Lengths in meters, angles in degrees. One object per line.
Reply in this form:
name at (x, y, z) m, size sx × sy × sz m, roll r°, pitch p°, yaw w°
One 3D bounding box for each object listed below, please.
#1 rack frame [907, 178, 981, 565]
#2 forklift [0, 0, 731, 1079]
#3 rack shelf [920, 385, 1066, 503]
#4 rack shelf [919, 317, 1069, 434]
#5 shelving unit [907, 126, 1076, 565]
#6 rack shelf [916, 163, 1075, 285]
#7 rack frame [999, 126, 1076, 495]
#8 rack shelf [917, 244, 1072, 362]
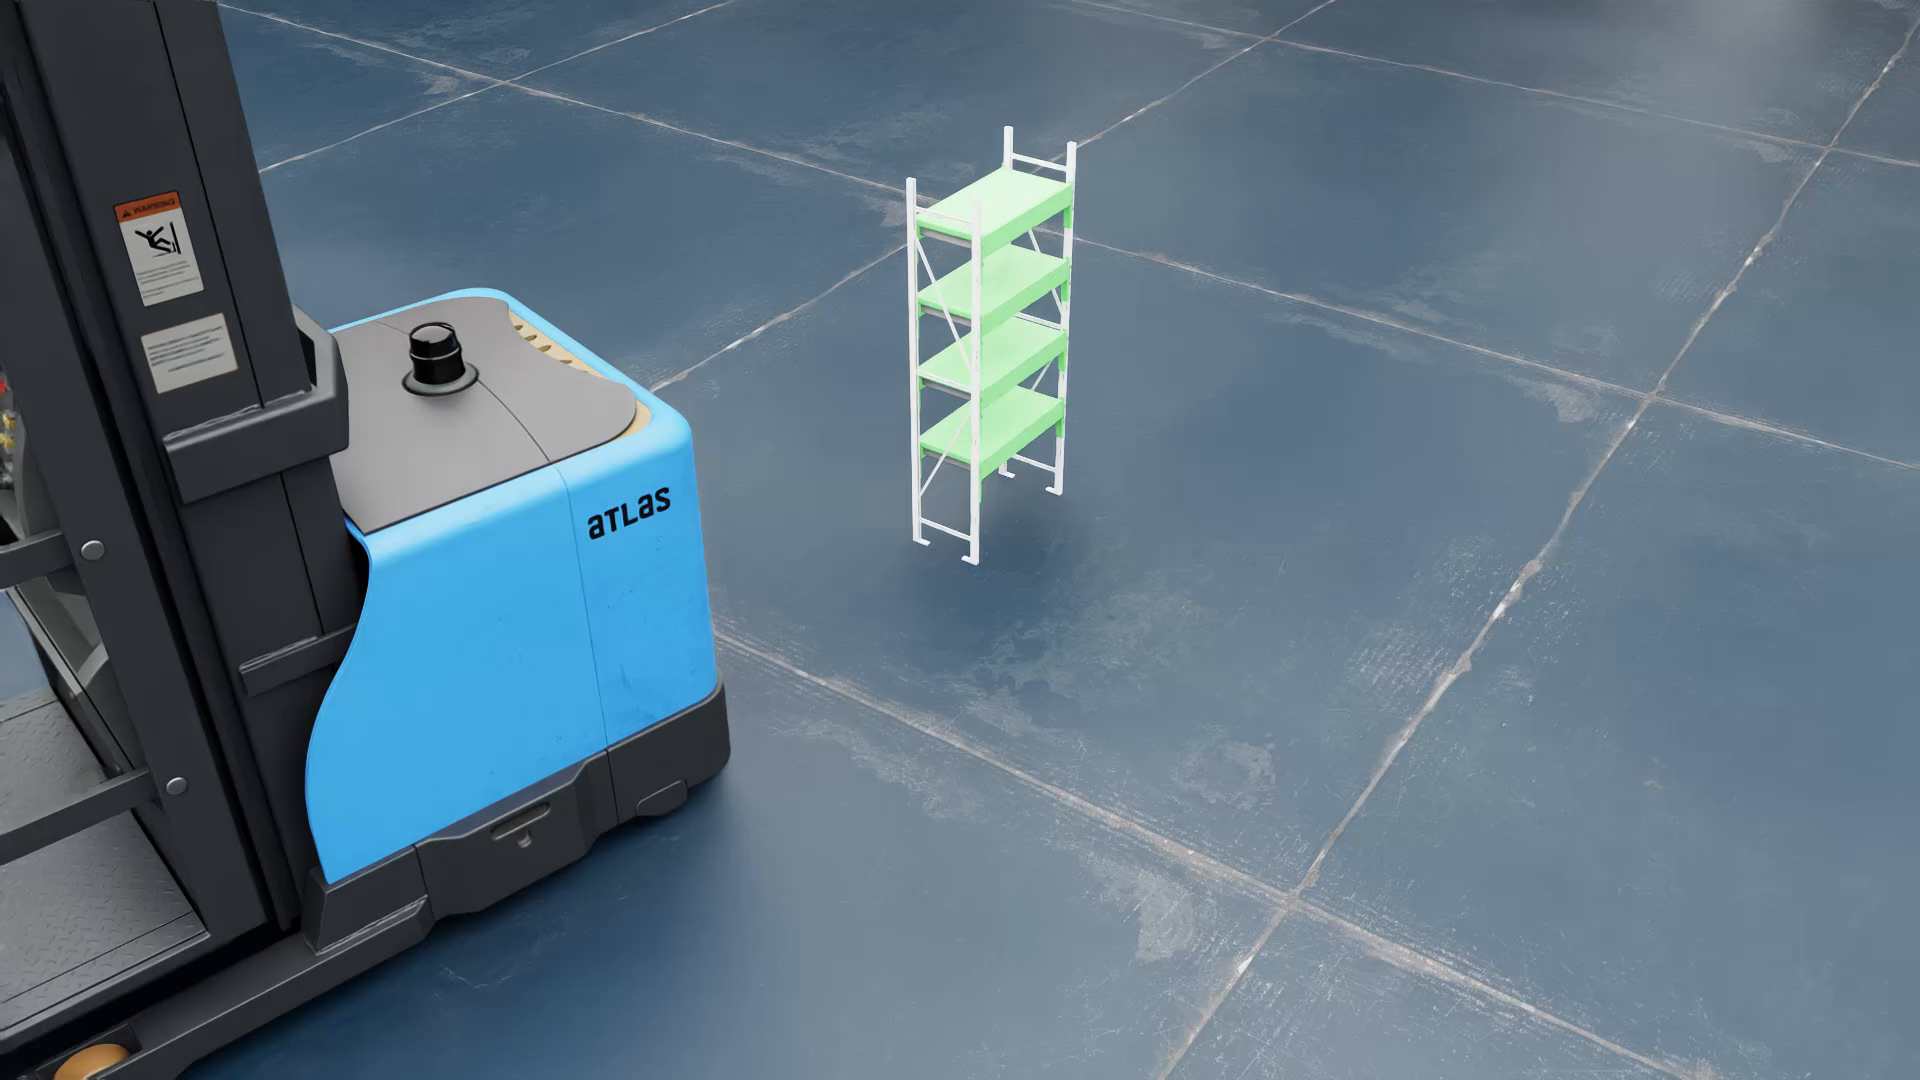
rack frame at (-0.045, -0.461, 4.860) m, size 0.240 × 1.200 × 0.015 m, roll 21°, pitch 39°, yaw 28°
forklift at (-2.041, -0.262, 3.021) m, size 3.031 × 2.935 × 1.130 m, roll -26°, pitch 42°, yaw -33°
rack shelf at (0.094, -0.321, 5.197) m, size 0.258 × 0.148 × 0.480 m, roll 21°, pitch 39°, yaw 28°
rack shelf at (0.094, -0.520, 5.062) m, size 0.258 × 0.148 × 0.480 m, roll 21°, pitch 39°, yaw 28°
shelving unit at (0.094, -0.573, 5.027) m, size 0.258 × 1.200 × 0.503 m, roll 21°, pitch 39°, yaw 28°
rack shelf at (0.094, -0.918, 4.793) m, size 0.258 × 0.148 × 0.480 m, roll 21°, pitch 39°, yaw 28°
rack frame at (0.234, -0.685, 5.193) m, size 0.240 × 1.200 × 0.015 m, roll 21°, pitch 39°, yaw 28°
rack shelf at (0.094, -0.719, 4.928) m, size 0.258 × 0.148 × 0.480 m, roll 21°, pitch 39°, yaw 28°
